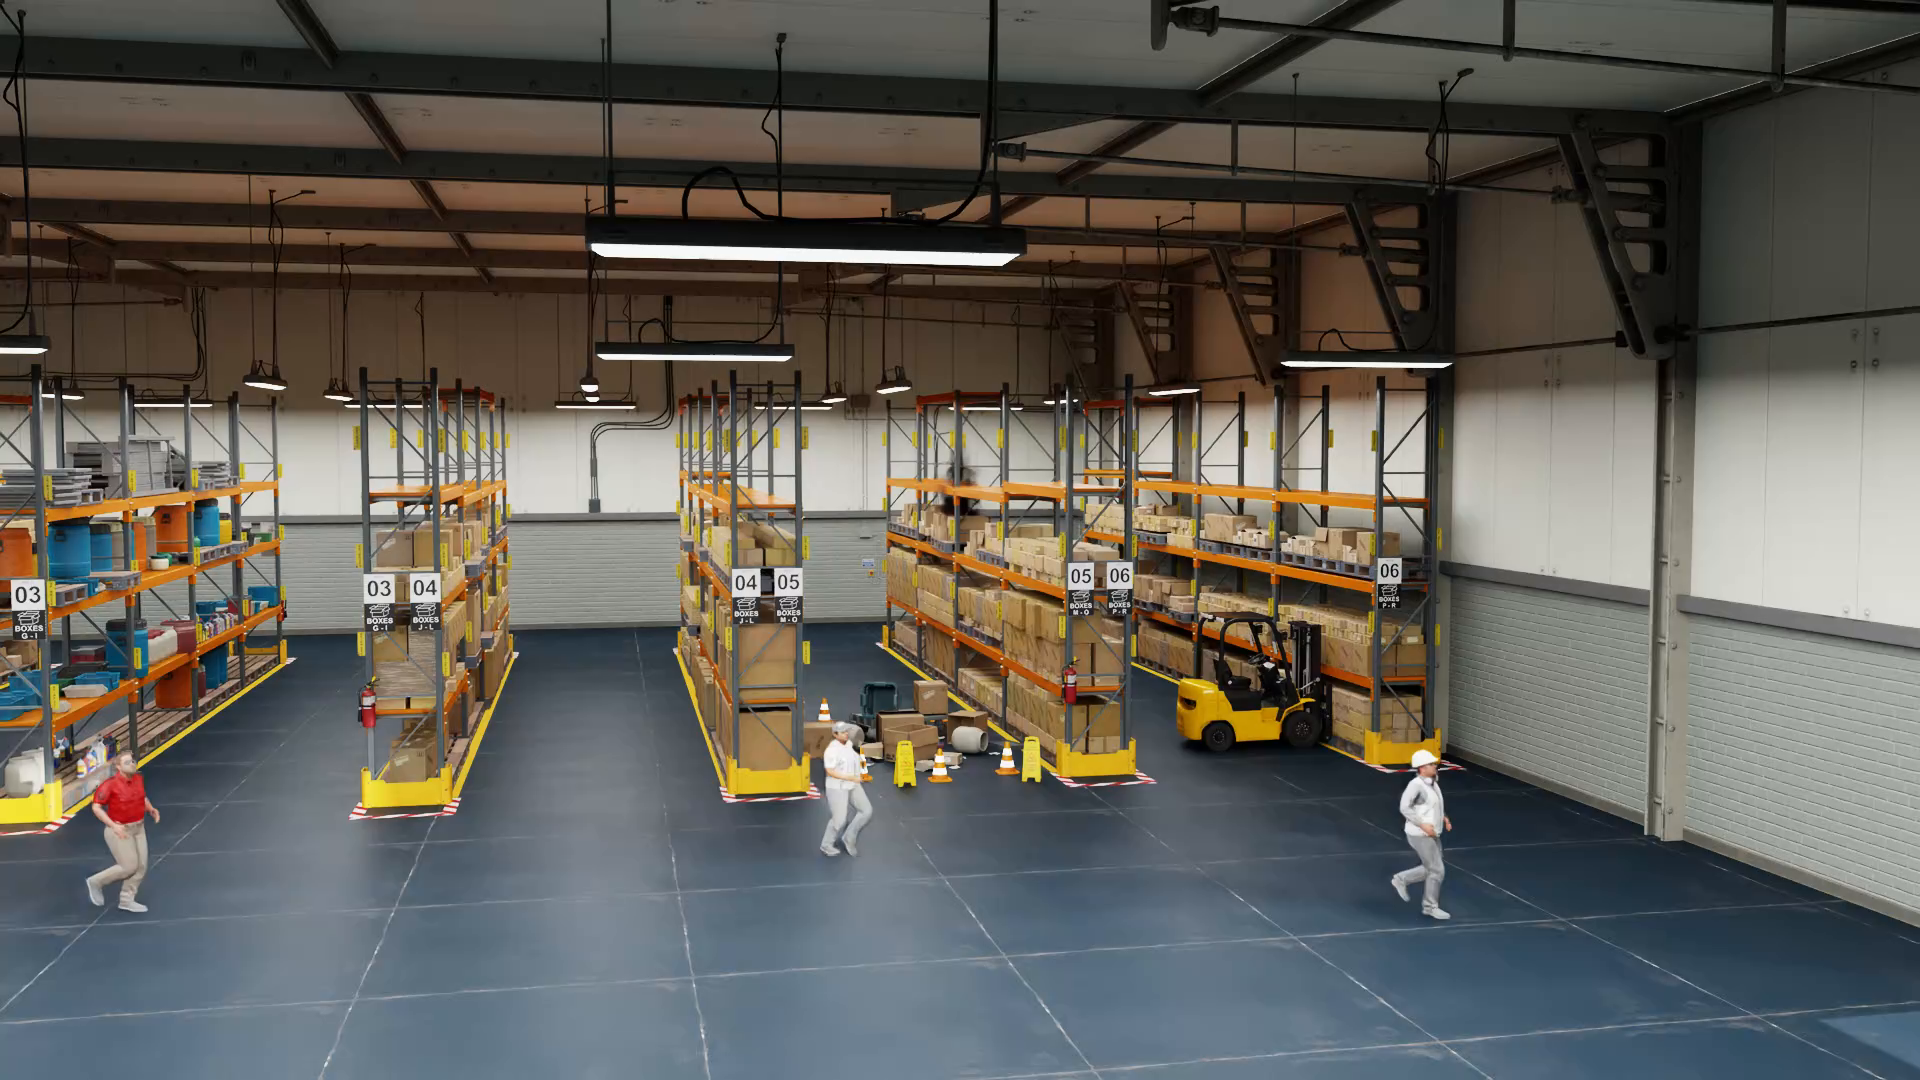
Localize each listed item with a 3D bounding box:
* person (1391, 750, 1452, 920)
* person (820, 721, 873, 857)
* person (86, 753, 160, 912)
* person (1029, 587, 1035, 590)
[{"bbox_3d":[4.853,3.088,17.548,0.687,1.753,0.670,2,4,35],"label":"person"},{"bbox_3d":[-1.386,2.999,20.025,0.653,1.652,0.614,3,4,37],"label":"person"},{"bbox_3d":[-8.908,3.110,17.735,0.650,1.701,0.655,1,4,15],"label":"person"},{"bbox_3d":[1.640,1.729,36.763,0.514,1.613,0.828,-2,4,-25],"label":"person"}]
